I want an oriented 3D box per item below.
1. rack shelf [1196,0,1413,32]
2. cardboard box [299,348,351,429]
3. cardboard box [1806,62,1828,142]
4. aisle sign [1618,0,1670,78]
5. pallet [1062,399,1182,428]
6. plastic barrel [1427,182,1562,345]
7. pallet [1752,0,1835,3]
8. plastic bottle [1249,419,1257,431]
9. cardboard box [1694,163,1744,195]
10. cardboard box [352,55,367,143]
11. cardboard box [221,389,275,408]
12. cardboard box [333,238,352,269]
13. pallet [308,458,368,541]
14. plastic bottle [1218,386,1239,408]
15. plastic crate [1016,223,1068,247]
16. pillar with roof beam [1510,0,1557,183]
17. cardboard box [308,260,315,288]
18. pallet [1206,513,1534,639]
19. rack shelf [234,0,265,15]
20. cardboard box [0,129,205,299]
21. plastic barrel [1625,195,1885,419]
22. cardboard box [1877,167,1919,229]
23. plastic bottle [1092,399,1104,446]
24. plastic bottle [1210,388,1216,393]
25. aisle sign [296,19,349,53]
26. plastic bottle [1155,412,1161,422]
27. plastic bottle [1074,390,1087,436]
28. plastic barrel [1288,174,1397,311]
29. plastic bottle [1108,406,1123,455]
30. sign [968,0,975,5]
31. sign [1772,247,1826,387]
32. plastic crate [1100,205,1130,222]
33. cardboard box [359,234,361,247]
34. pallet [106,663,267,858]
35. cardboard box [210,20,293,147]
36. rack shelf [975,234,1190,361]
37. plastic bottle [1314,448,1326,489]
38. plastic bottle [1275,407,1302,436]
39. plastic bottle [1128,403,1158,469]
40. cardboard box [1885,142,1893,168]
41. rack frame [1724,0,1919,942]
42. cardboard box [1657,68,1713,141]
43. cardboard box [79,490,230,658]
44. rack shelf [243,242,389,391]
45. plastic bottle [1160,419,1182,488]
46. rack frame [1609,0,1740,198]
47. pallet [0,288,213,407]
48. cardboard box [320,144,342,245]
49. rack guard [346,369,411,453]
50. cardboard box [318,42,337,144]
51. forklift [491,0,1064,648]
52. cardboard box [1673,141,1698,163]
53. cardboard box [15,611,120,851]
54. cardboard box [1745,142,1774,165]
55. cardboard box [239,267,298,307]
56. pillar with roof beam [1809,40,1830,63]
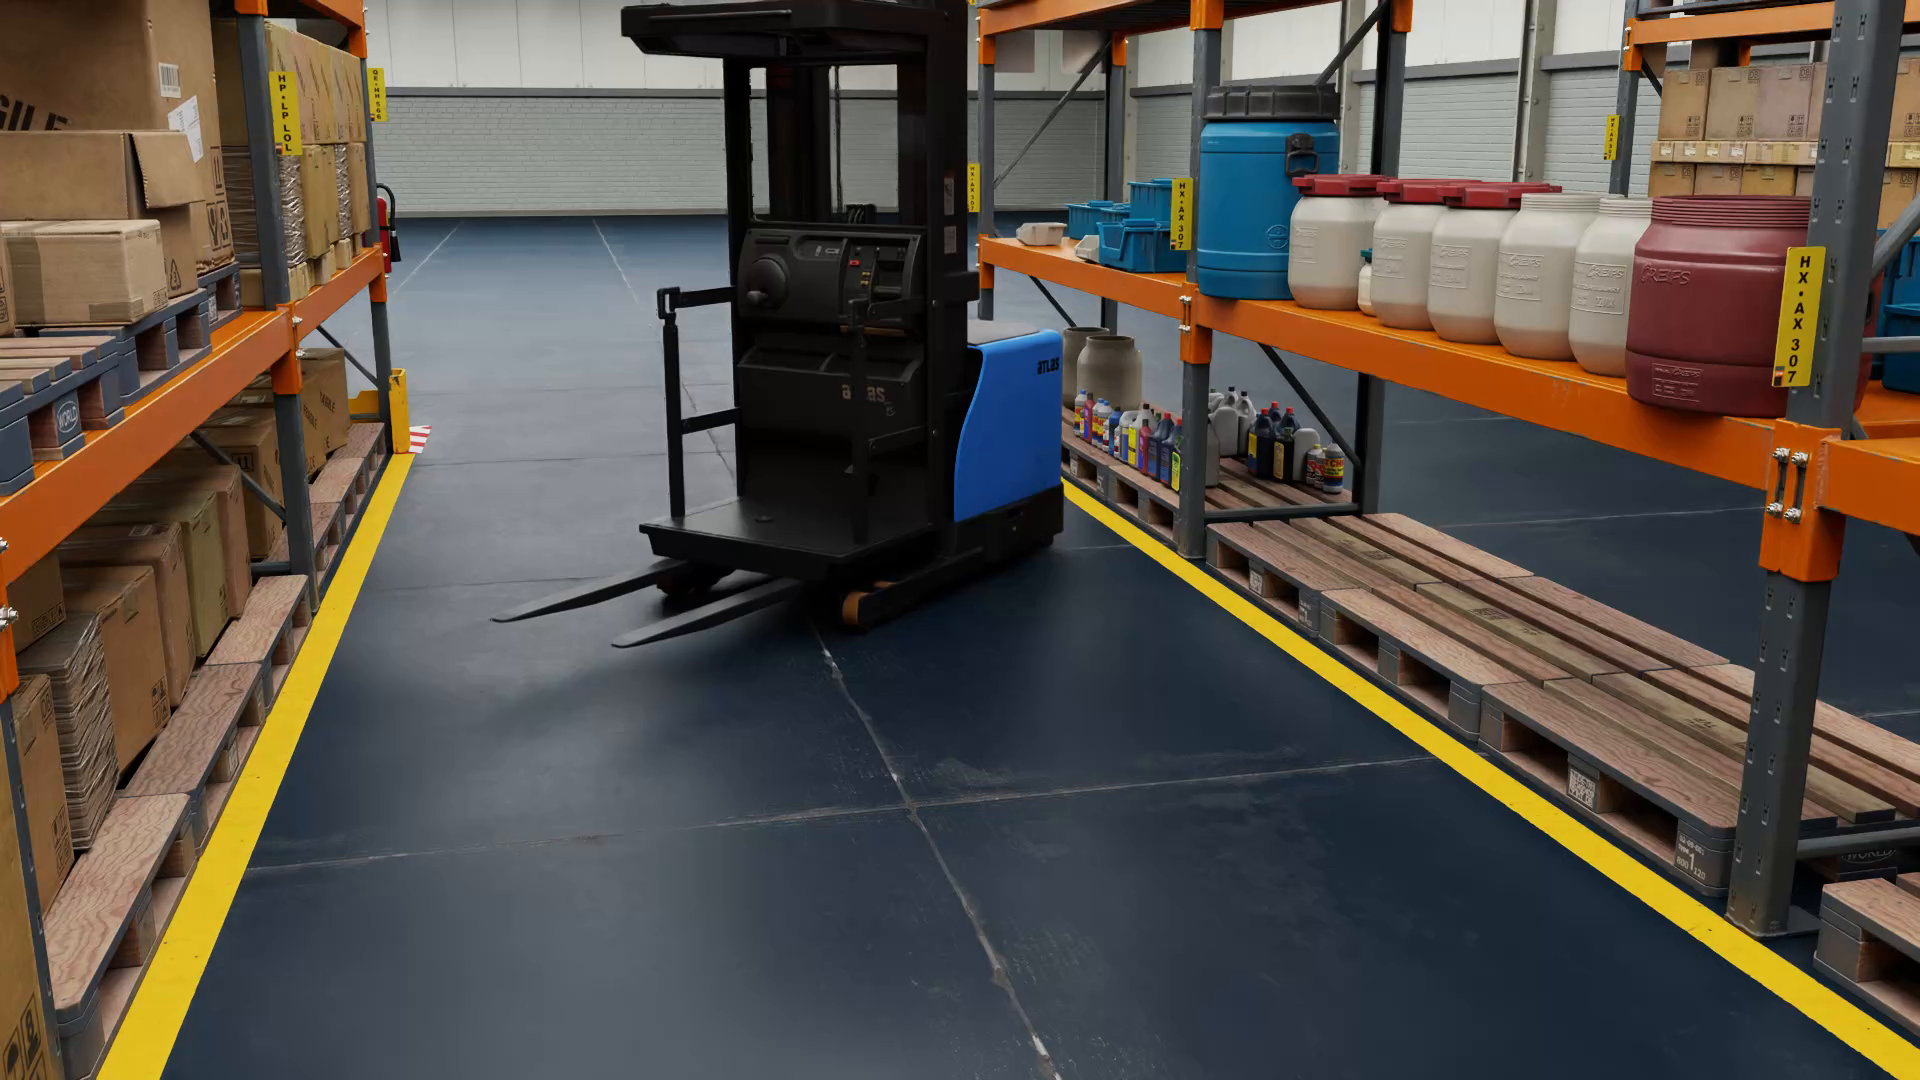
[{"bbox_3d":[2.031,-2.045,5.671,1.077,0.370,4.000,-3,14,-13],"label":"rack shelf"},{"bbox_3d":[-4.062,-0.890,10.131,0.500,0.500,0.500,-1,14,-3],"label":"cardboard box"},{"bbox_3d":[5.913,-2.802,10.630,0.700,0.500,0.500,-3,14,-13],"label":"cardboard box"},{"bbox_3d":[5.125,-3.857,12.417,0.394,0.787,0.004,-3,14,-13],"label":"aisle sign"},{"bbox_3d":[0.871,-0.764,11.109,1.003,0.211,1.213,-3,14,-13],"label":"pallet"},{"bbox_3d":[1.847,-0.962,5.759,0.433,0.535,0.433,0,14,0],"label":"plastic barrel"},{"bbox_3d":[5.869,-3.564,10.561,1.003,0.211,1.213,-3,14,-13],"label":"pallet"},{"bbox_3d":[1.624,-0.523,9.068,0.097,0.271,0.097,0,14,0],"label":"plastic bottle"},{"bbox_3d":[5.663,-2.416,11.783,0.700,0.500,0.500,-3,14,-12],"label":"cardboard box"},{"bbox_3d":[-3.823,-2.611,9.848,0.500,0.500,0.500,-3,14,-13],"label":"cardboard box"},{"bbox_3d":[-3.672,-0.477,8.441,0.500,0.500,0.500,-5,14,-18],"label":"cardboard box"},{"bbox_3d":[-3.470,-1.529,8.893,0.380,0.149,0.250,-3,14,-13],"label":"cardboard box"},{"bbox_3d":[-3.735,-0.203,8.812,1.003,0.211,1.213,-3,14,-13],"label":"pallet"},{"bbox_3d":[1.588,-0.719,9.705,0.144,0.351,0.185,-3,14,-11],"label":"plastic bottle"},{"bbox_3d":[0.520,-1.969,10.720,0.298,0.136,0.250,-3,14,-13],"label":"plastic crate"},{"bbox_3d":[4.255,-8.203,23.041,9.100,9.000,0.400,-3,14,-13],"label":"pillar with roof beam"},{"bbox_3d":[-3.210,-1.238,7.704,0.380,0.149,0.250,-3,14,-13],"label":"cardboard box"},{"bbox_3d":[1.784,0.135,7.429,1.003,0.211,1.213,-3,14,-13],"label":"pallet"},{"bbox_3d":[-2.783,-1.769,4.541,1.077,0.370,4.000,-3,14,-13],"label":"rack shelf"},{"bbox_3d":[-2.756,-0.982,5.022,0.797,0.503,0.637,-2,14,-7],"label":"cardboard box"},{"bbox_3d":[2.098,-0.632,4.406,0.600,0.536,0.708,-3,14,-13],"label":"plastic barrel"},{"bbox_3d":[6.023,-2.061,10.334,0.700,0.500,0.500,-3,14,-12],"label":"cardboard box"},{"bbox_3d":[0.826,-0.695,9.772,0.097,0.271,0.097,0,14,0],"label":"plastic bottle"},{"bbox_3d":[1.525,-0.790,10.137,0.061,0.283,0.133,-3,14,-12],"label":"plastic bottle"},{"bbox_3d":[-3.915,-3.339,10.296,0.394,0.787,0.004,-3,14,-13],"label":"aisle sign"},{"bbox_3d":[1.103,-0.555,9.177,0.061,0.283,0.133,-3,14,-13],"label":"plastic bottle"},{"bbox_3d":[0.745,-0.774,10.096,0.097,0.271,0.097,0,14,0],"label":"plastic bottle"},{"bbox_3d":[1.573,-1.231,6.861,0.433,0.535,0.433,0,14,0],"label":"plastic barrel"},{"bbox_3d":[0.897,-0.625,9.486,0.097,0.271,0.097,0,14,0],"label":"plastic bottle"},{"bbox_3d":[0.086,-3.753,11.129,0.100,0.325,0.005,-3,14,-13],"label":"sign"},{"bbox_3d":[1.968,-0.523,3.902,0.100,0.325,0.005,-3,14,-13],"label":"sign"},{"bbox_3d":[1.178,-2.000,10.606,0.499,0.251,0.408,-3,14,-13],"label":"plastic crate"},{"bbox_3d":[-3.925,-1.869,10.285,0.380,0.149,0.250,-3,14,-13],"label":"cardboard box"},{"bbox_3d":[-2.778,0.694,5.142,1.003,0.211,1.213,-3,14,-13],"label":"pallet"},{"bbox_3d":[-3.111,-1.919,7.017,0.500,0.500,0.500,-3,14,-13],"label":"cardboard box"},{"bbox_3d":[1.092,-1.510,9.804,1.077,0.370,4.000,-3,14,-13],"label":"rack shelf"},{"bbox_3d":[1.889,-0.374,8.607,0.097,0.201,0.097,0,14,0],"label":"plastic bottle"},{"bbox_3d":[1.775,-0.535,8.949,0.144,0.351,0.185,-3,14,-12],"label":"plastic bottle"},{"bbox_3d":[1.009,-0.576,9.121,0.144,0.351,0.185,-3,14,-14],"label":"plastic bottle"},{"bbox_3d":[5.808,-2.381,10.275,0.380,0.149,0.250,-3,14,-12],"label":"cardboard box"},{"bbox_3d":[2.501,-0.476,4.053,1.000,3.000,0.127,-3,14,-13],"label":"rack frame"},{"bbox_3d":[5.548,-3.154,12.074,0.700,0.500,0.500,-3,14,-13],"label":"cardboard box"},{"bbox_3d":[-3.036,0.132,5.905,0.700,0.500,0.500,-3,14,-14],"label":"cardboard box"},{"bbox_3d":[-3.722,-1.234,8.674,1.077,0.370,4.000,-3,14,-13],"label":"rack shelf"},{"bbox_3d":[1.130,-0.458,8.635,0.144,0.351,0.185,-4,14,-15],"label":"plastic bottle"},{"bbox_3d":[5.438,-2.596,12.734,1.000,3.000,0.127,-3,14,-13],"label":"rack frame"},{"bbox_3d":[-2.818,-0.561,4.806,1.003,0.211,1.213,-3,14,-13],"label":"pallet"},{"bbox_3d":[-3.674,-1.767,8.503,0.875,0.500,0.500,-3,14,-13],"label":"cardboard box"},{"bbox_3d":[-4.174,-0.813,10.702,1.175,0.500,0.348,-3,14,-13],"label":"rack guard"},{"bbox_3d":[-3.475,-2.264,8.431,0.500,0.500,0.500,-3,14,-13],"label":"cardboard box"},{"bbox_3d":[-0.687,-1.173,7.052,1.130,2.935,3.031,8,16,31],"label":"forklift"},{"bbox_3d":[5.385,-2.797,11.977,0.380,0.149,0.250,-4,14,-15],"label":"cardboard box"},{"bbox_3d":[-2.633,0.520,4.317,0.700,0.500,0.500,-5,14,-18],"label":"cardboard box"},{"bbox_3d":[5.565,-2.619,11.251,0.380,0.149,0.250,-4,14,-15],"label":"cardboard box"},{"bbox_3d":[-3.011,-1.067,7.002,0.380,0.149,0.250,-3,14,-13],"label":"cardboard box"},{"bbox_3d":[5.664,-6.819,17.375,9.100,9.000,0.400,-3,14,-13],"label":"pillar with roof beam"}]
